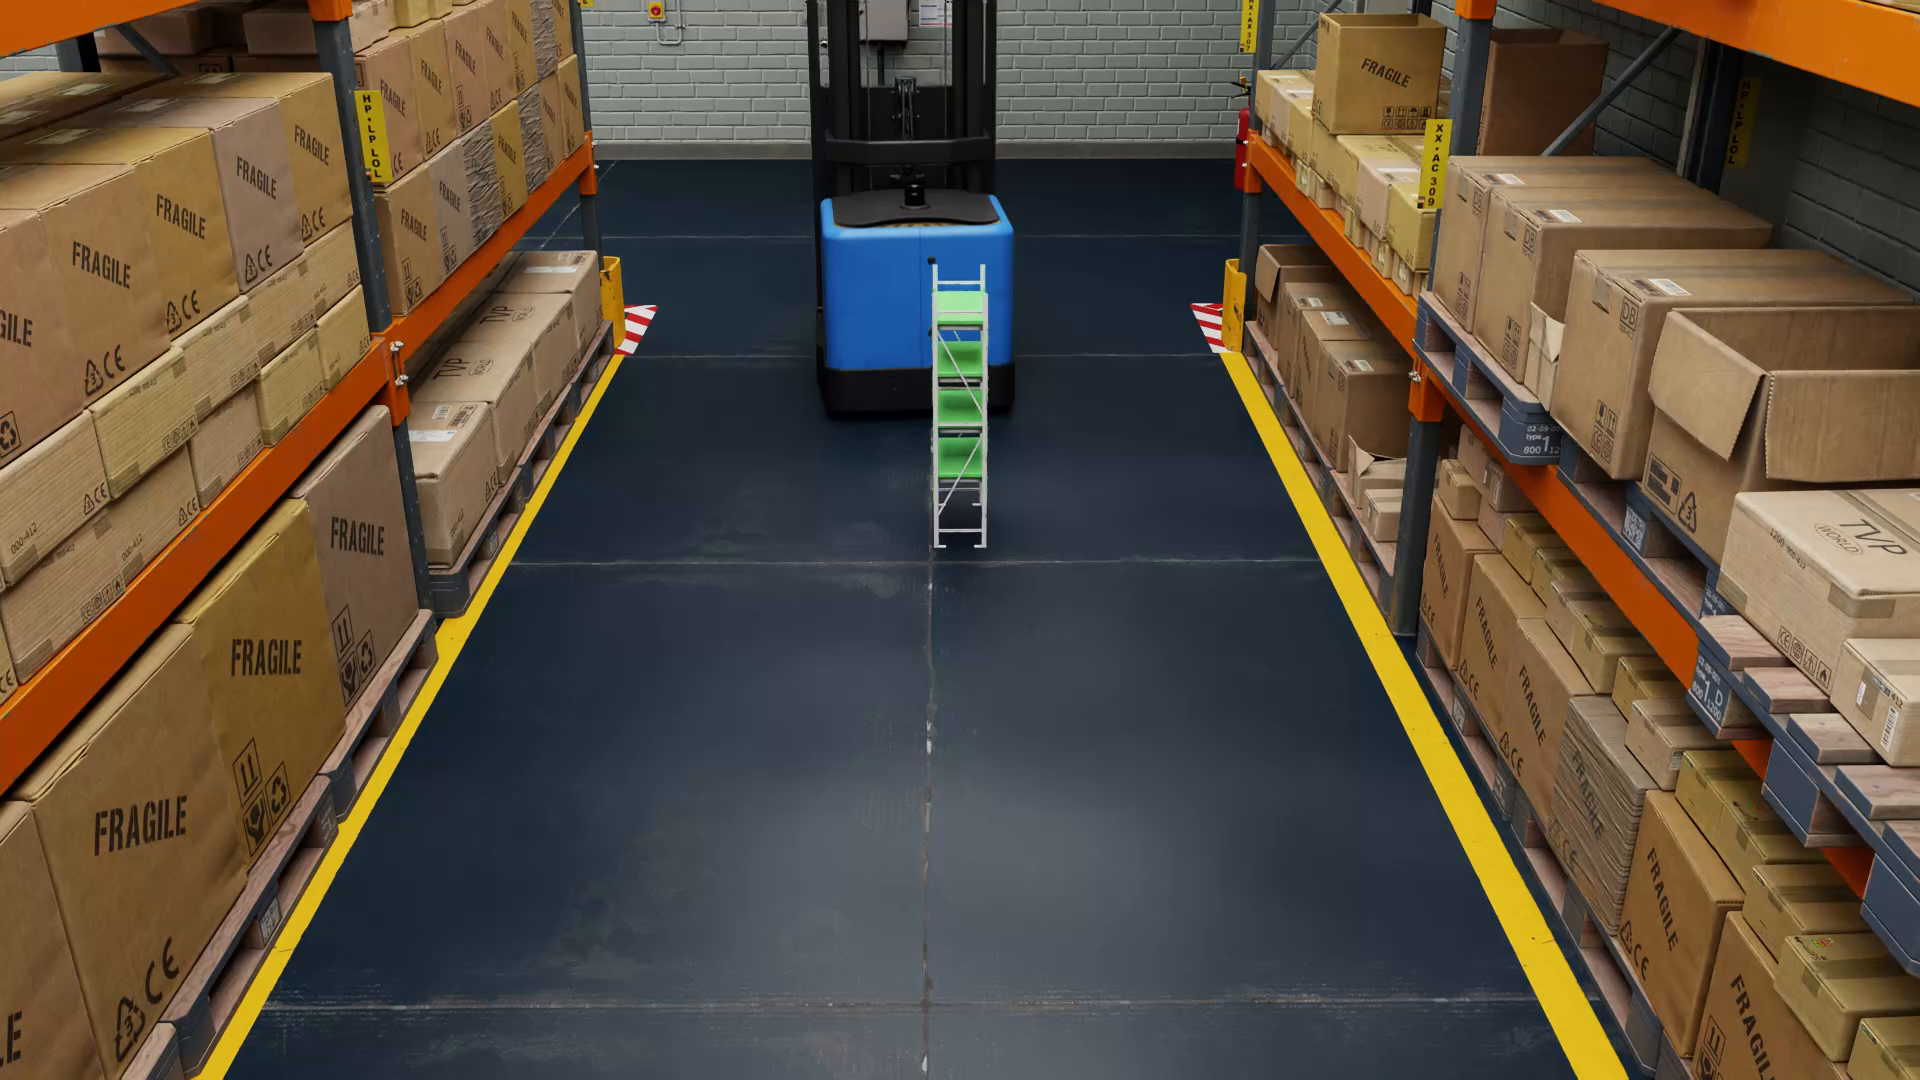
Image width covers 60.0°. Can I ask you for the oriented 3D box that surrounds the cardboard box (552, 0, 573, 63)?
[{"bbox_3d":[-2.475,-2.918,9.227,0.500,0.500,0.500,1,24,1],"label":"cardboard box"}]

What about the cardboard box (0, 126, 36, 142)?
[{"bbox_3d":[-2.921,-0.869,4.696,0.500,0.500,0.500,-1,24,-2],"label":"cardboard box"}]

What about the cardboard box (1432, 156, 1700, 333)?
[{"bbox_3d":[2.070,-1.027,5.749,0.700,0.500,0.500,0,24,1],"label":"cardboard box"}]

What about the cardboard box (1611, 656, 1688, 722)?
[{"bbox_3d":[2.136,0.460,4.830,0.380,0.149,0.250,0,24,0],"label":"cardboard box"}]

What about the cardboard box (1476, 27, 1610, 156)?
[{"bbox_3d":[2.539,-2.014,7.474,0.500,0.500,0.500,-1,24,-2],"label":"cardboard box"}]

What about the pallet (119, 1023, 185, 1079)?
[{"bbox_3d":[-2.564,1.627,3.896,1.003,0.211,1.213,0,24,-1],"label":"pallet"}]

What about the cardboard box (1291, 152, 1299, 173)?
[{"bbox_3d":[2.002,-2.070,8.992,0.380,0.149,0.250,0,24,1],"label":"cardboard box"}]

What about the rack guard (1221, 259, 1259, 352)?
[{"bbox_3d":[2.246,-1.468,10.389,1.175,0.500,0.348,0,24,-1],"label":"rack guard"}]

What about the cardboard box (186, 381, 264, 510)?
[{"bbox_3d":[-2.427,-0.296,4.947,0.500,0.250,0.500,-1,24,-2],"label":"cardboard box"}]

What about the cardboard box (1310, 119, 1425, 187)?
[{"bbox_3d":[2.022,-1.890,8.110,0.500,0.250,0.500,-1,24,-2],"label":"cardboard box"}]

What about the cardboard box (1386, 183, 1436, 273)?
[{"bbox_3d":[2.039,-1.266,6.730,0.500,0.250,0.500,0,24,1],"label":"cardboard box"}]

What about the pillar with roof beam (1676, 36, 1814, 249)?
[{"bbox_3d":[-1.122,-3.995,5.663,9.100,9.000,0.400,0,24,-1],"label":"pillar with roof beam"}]

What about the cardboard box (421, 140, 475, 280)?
[{"bbox_3d":[-2.419,-1.414,7.115,0.500,0.500,0.500,0,24,0],"label":"cardboard box"}]

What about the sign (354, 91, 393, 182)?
[{"bbox_3d":[-2.132,-1.464,6.038,0.100,0.325,0.005,0,24,-1],"label":"sign"}]

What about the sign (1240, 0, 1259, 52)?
[{"bbox_3d":[1.703,-3.030,9.760,0.100,0.325,0.005,0,24,-1],"label":"sign"}]

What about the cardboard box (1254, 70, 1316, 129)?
[{"bbox_3d":[1.981,-2.517,9.497,0.500,0.250,0.500,0,24,0],"label":"cardboard box"}]

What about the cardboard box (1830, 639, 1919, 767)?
[{"bbox_3d":[1.942,0.312,3.215,0.380,0.149,0.250,0,24,0],"label":"cardboard box"}]

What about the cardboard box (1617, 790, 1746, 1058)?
[{"bbox_3d":[2.109,1.011,4.399,0.500,0.500,0.500,1,24,2],"label":"cardboard box"}]

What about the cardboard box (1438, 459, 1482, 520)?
[{"bbox_3d":[2.027,-0.189,6.265,0.380,0.149,0.250,1,24,2],"label":"cardboard box"}]

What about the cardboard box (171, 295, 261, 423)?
[{"bbox_3d":[-2.402,-0.526,4.848,0.500,0.250,0.500,0,24,1],"label":"cardboard box"}]

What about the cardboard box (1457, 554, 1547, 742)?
[{"bbox_3d":[2.085,0.377,5.800,0.500,0.500,0.500,-1,24,-1],"label":"cardboard box"}]

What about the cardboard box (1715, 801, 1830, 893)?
[{"bbox_3d":[2.124,0.778,4.127,0.380,0.149,0.250,0,24,1],"label":"cardboard box"}]

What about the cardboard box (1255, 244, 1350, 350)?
[{"bbox_3d":[2.157,-1.440,9.813,0.797,0.503,0.637,-1,24,-3],"label":"cardboard box"}]

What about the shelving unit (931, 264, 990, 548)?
[{"bbox_3d":[-0.002,-0.615,7.654,0.258,1.200,0.503,0,24,-1],"label":"shelving unit"}]

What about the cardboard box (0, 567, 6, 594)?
[{"bbox_3d":[-2.394,0.100,3.465,0.500,0.250,0.500,0,24,1],"label":"cardboard box"}]

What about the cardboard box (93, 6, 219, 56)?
[{"bbox_3d":[-2.996,-1.888,6.164,0.380,0.149,0.250,-1,24,-2],"label":"cardboard box"}]

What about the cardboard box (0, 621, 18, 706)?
[{"bbox_3d":[-2.408,0.336,3.549,0.500,0.250,0.500,-1,24,-2],"label":"cardboard box"}]

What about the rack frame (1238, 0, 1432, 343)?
[{"bbox_3d":[2.245,-2.638,9.944,1.000,3.000,0.127,0,24,-1],"label":"rack frame"}]

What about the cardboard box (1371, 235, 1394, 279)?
[{"bbox_3d":[1.981,-1.220,7.113,0.380,0.149,0.250,0,24,1],"label":"cardboard box"}]

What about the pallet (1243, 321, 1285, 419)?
[{"bbox_3d":[2.256,-1.008,9.723,1.003,0.211,1.213,0,24,-1],"label":"pallet"}]

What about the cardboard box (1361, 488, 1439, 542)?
[{"bbox_3d":[1.989,-0.111,7.305,0.380,0.149,0.250,-1,24,-2],"label":"cardboard box"}]

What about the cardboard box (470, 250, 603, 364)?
[{"bbox_3d":[-2.611,-1.367,9.732,0.875,0.438,0.875,-1,24,-2],"label":"cardboard box"}]

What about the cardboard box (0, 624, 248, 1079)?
[{"bbox_3d":[-2.561,0.806,4.396,0.875,0.875,0.875,0,24,0],"label":"cardboard box"}]

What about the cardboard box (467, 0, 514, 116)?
[{"bbox_3d":[-2.434,-2.292,7.843,0.500,0.500,0.500,0,24,-1],"label":"cardboard box"}]

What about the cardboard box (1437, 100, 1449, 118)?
[{"bbox_3d":[2.521,-2.101,8.576,0.500,0.250,0.500,1,24,1],"label":"cardboard box"}]

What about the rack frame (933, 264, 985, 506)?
[{"bbox_3d":[-0.004,-0.715,7.876,0.240,1.200,0.015,0,24,-1],"label":"rack frame"}]

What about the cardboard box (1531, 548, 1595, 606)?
[{"bbox_3d":[2.138,0.143,5.530,0.380,0.149,0.250,-1,24,-1],"label":"cardboard box"}]

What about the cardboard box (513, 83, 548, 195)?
[{"bbox_3d":[-2.442,-2.044,8.507,0.500,0.500,0.500,0,24,1],"label":"cardboard box"}]

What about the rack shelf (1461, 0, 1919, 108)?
[{"bbox_3d":[2.311,-1.205,4.007,1.077,0.370,4.000,0,24,-1],"label":"rack shelf"}]

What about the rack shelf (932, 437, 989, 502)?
[{"bbox_3d":[-0.002,-0.338,7.779,0.258,0.148,0.480,0,24,-1],"label":"rack shelf"}]

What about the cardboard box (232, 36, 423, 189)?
[{"bbox_3d":[-2.438,-1.665,6.456,0.500,0.500,0.500,0,24,0],"label":"cardboard box"}]

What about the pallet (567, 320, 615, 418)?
[{"bbox_3d":[-2.631,-1.015,9.738,1.003,0.211,1.213,0,24,-1],"label":"pallet"}]

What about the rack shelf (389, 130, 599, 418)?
[{"bbox_3d":[-2.696,-1.463,8.217,1.077,0.370,4.000,0,24,-1],"label":"rack shelf"}]

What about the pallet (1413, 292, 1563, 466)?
[{"bbox_3d":[2.188,-0.573,5.610,1.003,0.211,1.213,0,24,-1],"label":"pallet"}]

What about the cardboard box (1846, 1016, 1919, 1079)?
[{"bbox_3d":[2.074,1.108,3.397,0.380,0.149,0.250,-1,24,-3],"label":"cardboard box"}]

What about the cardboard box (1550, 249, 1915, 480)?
[{"bbox_3d":[2.085,-0.490,4.562,0.700,0.500,0.500,0,24,-1],"label":"cardboard box"}]

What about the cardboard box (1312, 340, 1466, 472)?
[{"bbox_3d":[2.139,-0.658,8.089,0.700,0.500,0.500,-1,24,-3],"label":"cardboard box"}]

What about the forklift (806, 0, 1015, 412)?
[{"bbox_3d":[-0.358,-2.611,9.966,1.130,2.935,3.031,-2,24,-5],"label":"forklift"}]

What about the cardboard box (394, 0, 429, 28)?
[{"bbox_3d":[-2.424,-2.208,6.869,0.380,0.149,0.250,0,24,-1],"label":"cardboard box"}]

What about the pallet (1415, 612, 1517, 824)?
[{"bbox_3d":[2.335,0.615,6.133,1.003,0.211,1.213,0,24,-1],"label":"pallet"}]

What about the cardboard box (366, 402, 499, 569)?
[{"bbox_3d":[-2.574,-0.249,7.261,0.875,0.438,0.875,-1,24,-1],"label":"cardboard box"}]

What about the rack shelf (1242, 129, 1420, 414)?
[{"bbox_3d":[2.267,-1.486,8.270,1.077,0.370,4.000,0,24,-1],"label":"rack shelf"}]

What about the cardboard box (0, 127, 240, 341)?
[{"bbox_3d":[-2.420,-0.862,4.682,0.500,0.500,0.500,0,24,1],"label":"cardboard box"}]

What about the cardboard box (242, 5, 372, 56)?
[{"bbox_3d":[-2.419,-1.894,6.176,0.380,0.149,0.250,-1,24,-1],"label":"cardboard box"}]

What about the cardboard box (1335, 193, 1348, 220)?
[{"bbox_3d":[2.034,-1.642,8.045,0.380,0.149,0.250,0,24,-1],"label":"cardboard box"}]
